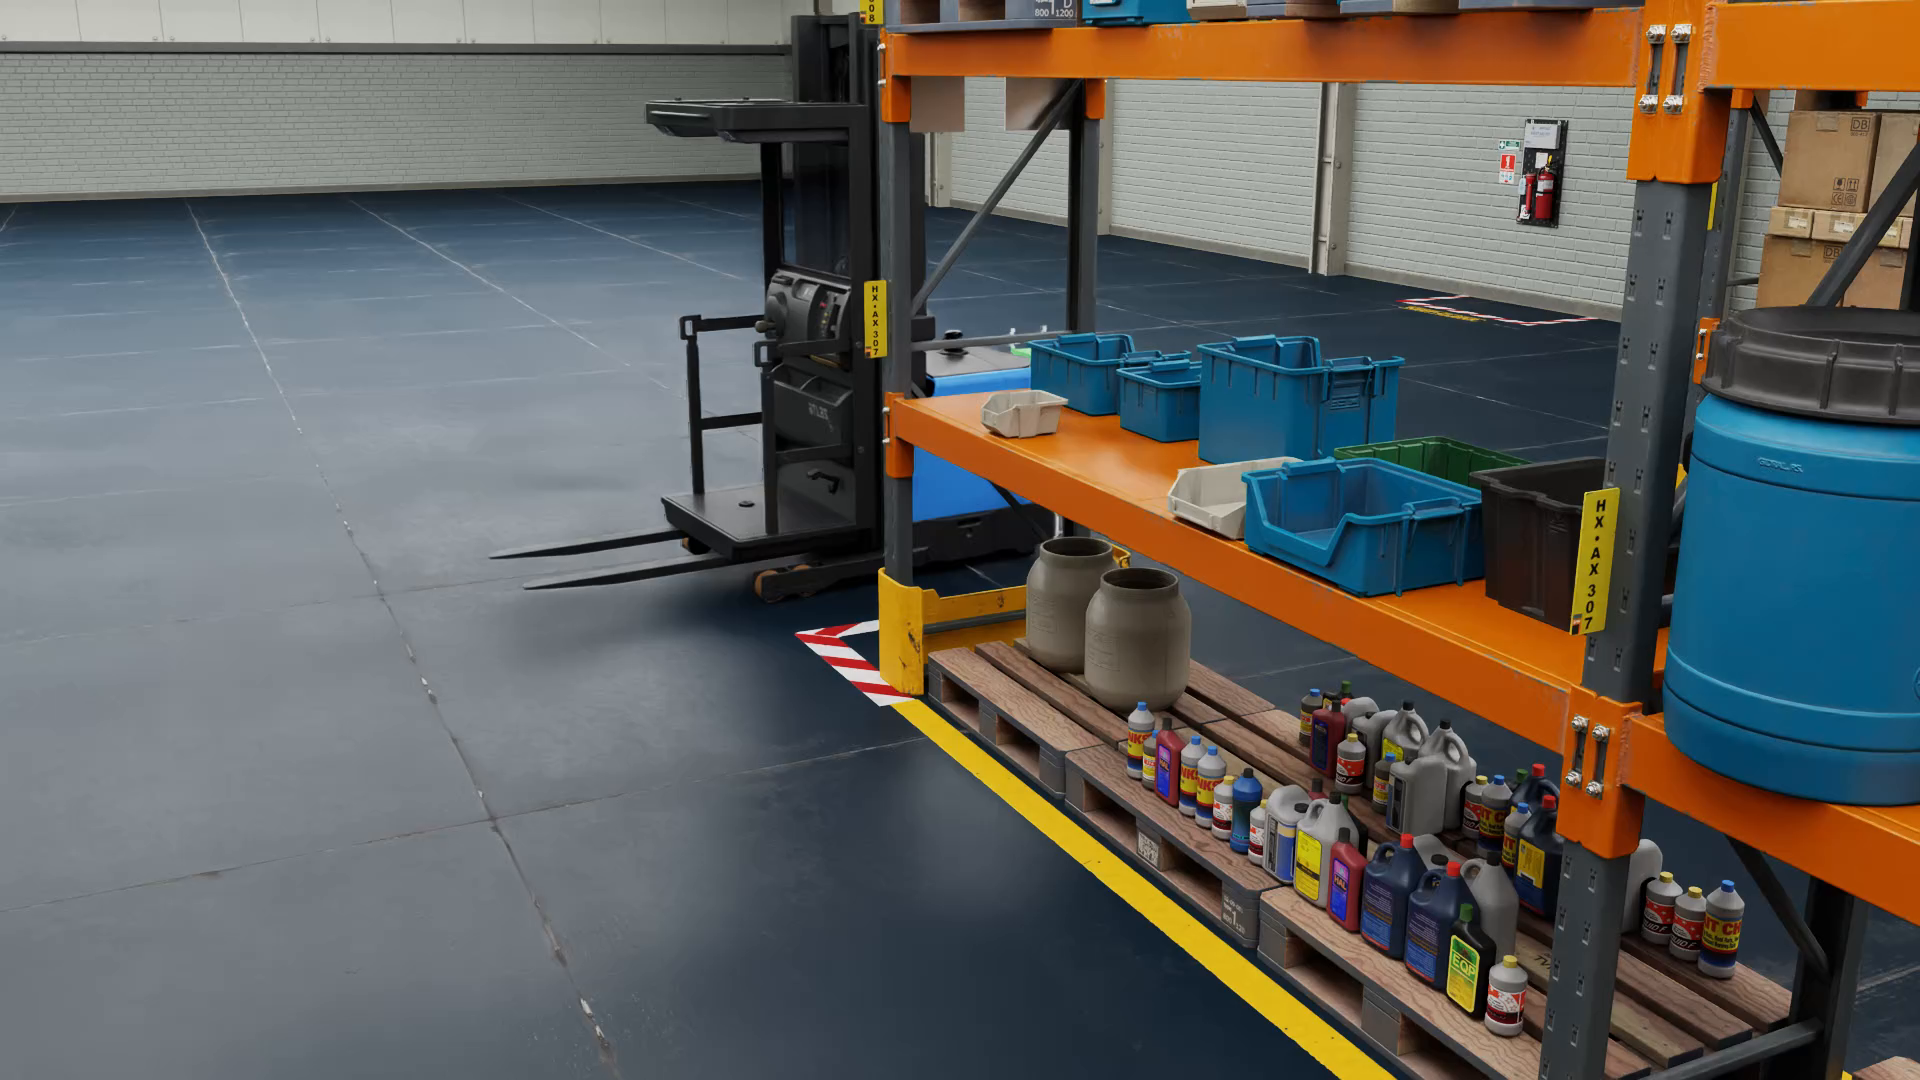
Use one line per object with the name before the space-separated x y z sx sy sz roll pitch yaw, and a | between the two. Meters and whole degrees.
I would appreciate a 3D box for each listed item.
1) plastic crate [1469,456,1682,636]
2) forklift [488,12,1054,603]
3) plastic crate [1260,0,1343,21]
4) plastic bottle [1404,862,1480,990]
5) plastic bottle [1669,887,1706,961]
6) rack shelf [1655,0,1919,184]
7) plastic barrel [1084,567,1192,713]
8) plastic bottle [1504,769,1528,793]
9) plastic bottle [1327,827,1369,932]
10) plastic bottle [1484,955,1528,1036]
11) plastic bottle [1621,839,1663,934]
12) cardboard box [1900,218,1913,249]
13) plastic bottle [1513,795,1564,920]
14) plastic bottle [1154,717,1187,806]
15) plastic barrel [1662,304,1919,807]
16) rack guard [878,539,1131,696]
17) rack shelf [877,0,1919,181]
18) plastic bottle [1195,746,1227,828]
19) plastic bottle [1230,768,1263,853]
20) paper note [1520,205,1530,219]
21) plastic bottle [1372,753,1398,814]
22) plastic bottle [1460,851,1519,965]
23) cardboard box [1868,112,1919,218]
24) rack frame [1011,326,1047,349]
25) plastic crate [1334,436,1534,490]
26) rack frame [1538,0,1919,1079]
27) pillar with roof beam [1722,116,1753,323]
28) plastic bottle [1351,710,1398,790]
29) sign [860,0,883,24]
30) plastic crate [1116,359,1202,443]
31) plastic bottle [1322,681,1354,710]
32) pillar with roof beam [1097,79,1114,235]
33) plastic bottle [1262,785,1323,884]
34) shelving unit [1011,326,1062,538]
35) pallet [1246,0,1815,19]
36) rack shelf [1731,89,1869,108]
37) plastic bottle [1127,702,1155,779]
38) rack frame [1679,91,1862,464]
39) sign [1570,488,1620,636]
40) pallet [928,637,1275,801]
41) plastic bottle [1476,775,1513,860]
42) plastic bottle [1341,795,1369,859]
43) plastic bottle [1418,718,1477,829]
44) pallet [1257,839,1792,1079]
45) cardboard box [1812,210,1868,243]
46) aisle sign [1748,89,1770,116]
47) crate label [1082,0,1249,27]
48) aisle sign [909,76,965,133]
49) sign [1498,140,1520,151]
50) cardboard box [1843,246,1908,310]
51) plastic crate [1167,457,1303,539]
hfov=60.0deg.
plastic crate | 1.774 0.003 4.415 0.767 0.338 0.504 -8 18 -25
forklift | -0.993 -1.251 8.795 3.031 2.935 1.130 -9 18 -30
plastic crate | 1.243 -1.871 5.425 0.392 0.384 0.575 -8 18 -25
plastic bottle | 1.348 1.055 4.641 0.144 0.351 0.185 -8 18 -26
plastic bottle | 2.099 1.095 4.774 0.097 0.201 0.097 0 16 0
rack shelf | 2.765 -0.482 1.858 1.077 0.370 4.000 -8 18 -25
plastic barrel | 0.713 0.399 6.673 0.421 0.512 0.421 0 16 0
plastic bottle | 1.791 0.869 5.410 0.061 0.283 0.133 -7 17 -22
plastic bottle | 1.155 1.005 4.939 0.061 0.283 0.133 -6 17 -21
plastic bottle | 1.450 1.199 4.408 0.097 0.201 0.097 0 16 0
plastic bottle | 1.977 1.007 4.944 0.152 0.276 0.135 -7 17 -23
cardboard box | 4.904 -1.518 8.245 0.380 0.149 0.250 -8 18 -26
plastic bottle | 1.779 0.947 5.017 0.144 0.351 0.185 -8 18 -25
plastic bottle | 0.734 0.766 5.770 0.061 0.283 0.133 -7 18 -24
plastic barrel | 1.786 0.010 3.370 0.600 0.901 0.708 -8 18 -25
rack guard | 0.212 0.341 7.656 1.175 0.500 0.348 -8 18 -25
rack shelf | 1.013 -1.474 5.314 1.077 0.370 4.000 -8 18 -25
plastic bottle | 0.845 0.823 5.592 0.097 0.271 0.097 0 16 0
plastic bottle | 0.934 0.874 5.417 0.097 0.271 0.097 0 16 0
paper note | 6.434 -3.736 18.928 0.016 0.148 0.142 -8 18 -25
plastic bottle | 1.469 0.829 5.701 0.097 0.201 0.097 0 16 0
plastic bottle | 1.477 1.038 4.701 0.144 0.351 0.185 -8 18 -25
cardboard box | 5.042 -1.883 8.340 0.700 0.500 0.500 -8 18 -26
rack frame | 0.402 -0.669 9.907 0.240 1.200 0.015 -9 18 -30
plastic crate | 1.548 -0.151 5.222 0.450 0.188 0.662 -8 18 -25
rack frame | 1.889 0.118 3.901 1.000 3.000 0.127 -8 18 -25
pillar with roof beam | 3.628 -5.853 13.832 9.100 9.000 0.400 -8 18 -25
plastic bottle | 1.482 0.727 5.921 0.152 0.276 0.135 -8 18 -26
sign | -0.360 -2.254 6.714 0.100 0.325 0.005 -8 18 -25
plastic crate | 0.904 -0.553 6.508 0.499 0.251 0.408 -8 18 -25
plastic bottle | 1.403 0.650 6.176 0.061 0.283 0.133 -7 18 -24
pillar with roof beam | -1.629 -8.828 24.201 9.100 9.000 0.400 -8 18 -25
plastic bottle | 1.055 0.923 5.238 0.152 0.276 0.135 -7 18 -24
shelving unit | 0.527 -0.612 9.705 0.258 1.200 0.503 -9 18 -30
pallet | 1.485 -1.400 4.095 1.213 0.211 1.003 -8 18 -25
rack shelf | 5.467 -2.071 7.397 1.077 0.370 4.000 -8 18 -25
plastic bottle | 0.651 0.714 5.975 0.097 0.271 0.097 0 16 0
rack frame | 4.591 -1.471 9.440 1.000 3.000 0.127 -8 18 -25
sign | 1.390 0.049 3.641 0.100 0.325 0.005 -8 18 -25
pallet | 0.563 0.682 6.992 1.003 0.211 1.213 -8 18 -25
plastic bottle | 1.728 0.889 5.363 0.097 0.271 0.097 0 16 0
plastic bottle | 1.203 0.941 5.160 0.061 0.283 0.133 -8 18 -25
plastic bottle | 1.639 0.777 5.608 0.144 0.351 0.185 -8 18 -25
pallet | 1.632 1.287 4.883 1.003 0.211 1.213 -8 18 -25
cardboard box | 4.687 -1.643 8.680 0.380 0.149 0.250 -8 18 -26
aisle sign | 4.287 -2.700 9.009 0.394 0.787 0.004 -8 18 -25
crate label | 0.660 -1.740 5.207 0.502 0.251 0.408 -8 18 -25
aisle sign | -0.158 -2.106 6.937 0.394 0.787 0.004 -8 18 -25
sign | 6.294 -4.526 19.059 0.001 0.109 0.331 -8 18 -25
cardboard box | 5.018 -1.272 8.565 0.700 0.500 0.500 -7 17 -23
plastic crate | 0.950 -0.127 5.234 0.530 0.136 0.437 -8 18 -25
